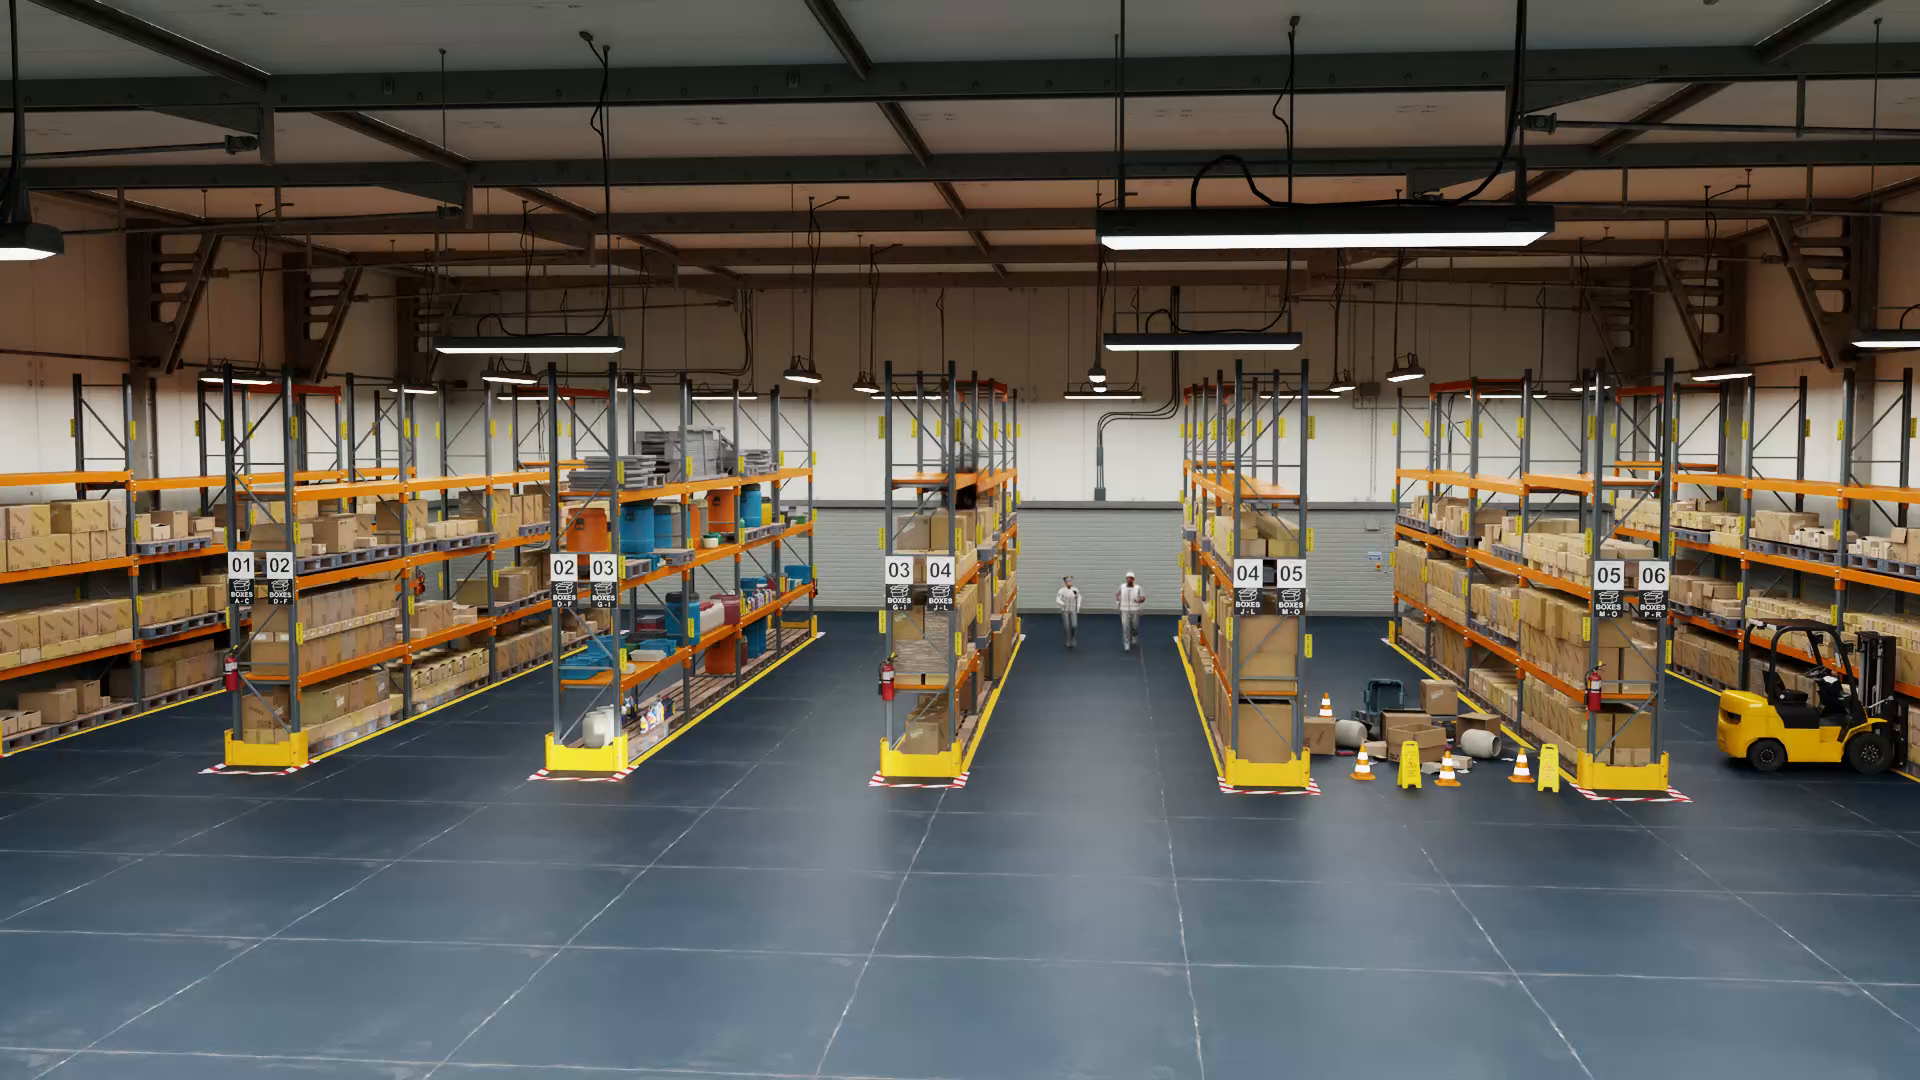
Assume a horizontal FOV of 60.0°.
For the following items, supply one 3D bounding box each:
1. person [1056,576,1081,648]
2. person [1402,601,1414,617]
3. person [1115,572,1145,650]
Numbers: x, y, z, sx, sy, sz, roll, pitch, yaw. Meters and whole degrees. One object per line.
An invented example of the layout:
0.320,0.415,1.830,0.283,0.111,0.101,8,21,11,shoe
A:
2.513,1.647,38.319,0.592,1.675,0.631,0,4,0,person
10.966,1.561,40.390,0.841,1.562,0.577,3,5,34,person
3.881,1.617,37.990,0.696,1.763,0.941,1,4,9,person
